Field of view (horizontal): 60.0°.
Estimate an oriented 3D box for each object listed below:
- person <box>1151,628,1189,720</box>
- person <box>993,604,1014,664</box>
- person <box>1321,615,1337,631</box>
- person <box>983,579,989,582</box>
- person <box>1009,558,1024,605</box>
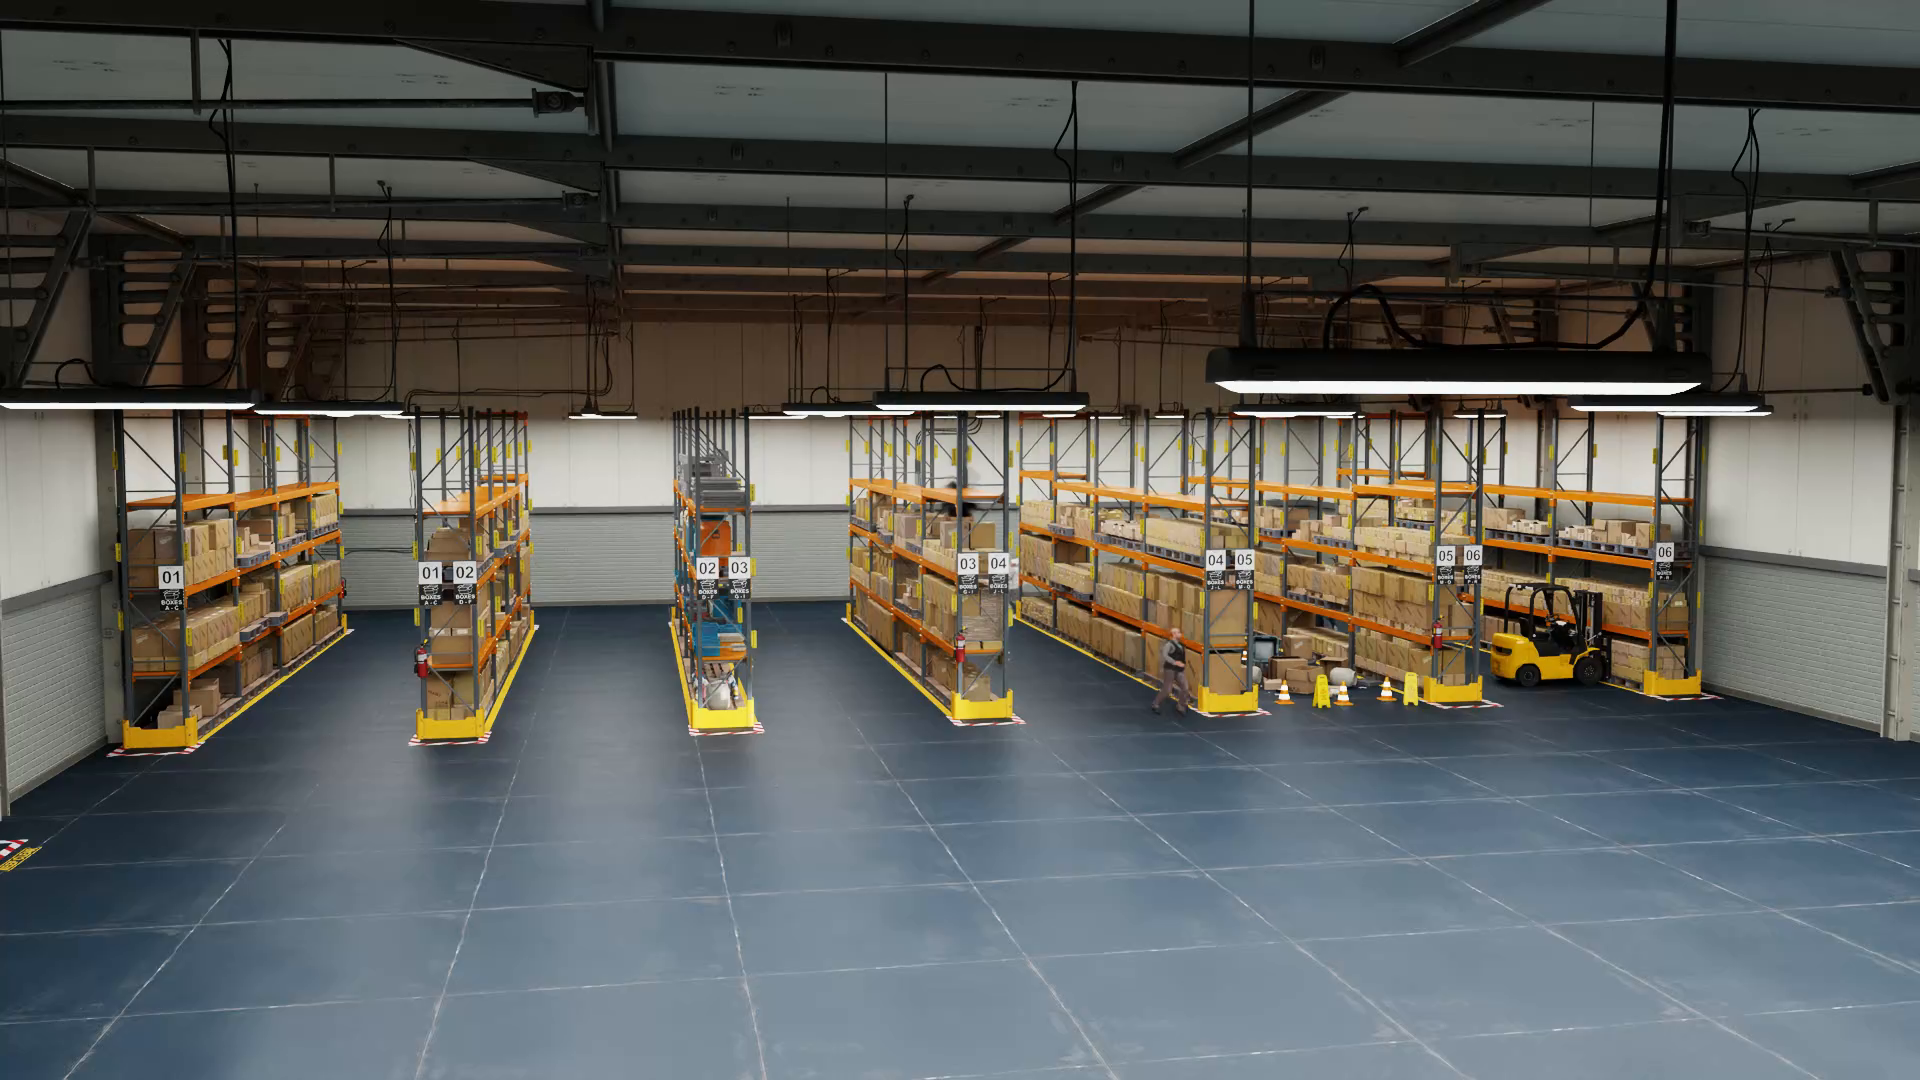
[{"bbox_3d":[4.161,2.580,32.297,0.784,1.748,0.705,4,6,44],"label":"person"},{"bbox_3d":[0.986,2.066,39.064,0.646,1.744,0.597,-1,4,-16],"label":"person"},{"bbox_3d":[9.775,1.764,44.472,0.551,1.606,0.886,-1,4,-10],"label":"person"},{"bbox_3d":[0.847,1.377,49.151,0.757,1.710,0.782,2,4,22],"label":"person"},{"bbox_3d":[1.593,1.357,49.974,1.012,1.618,0.737,1,4,15],"label":"person"}]
